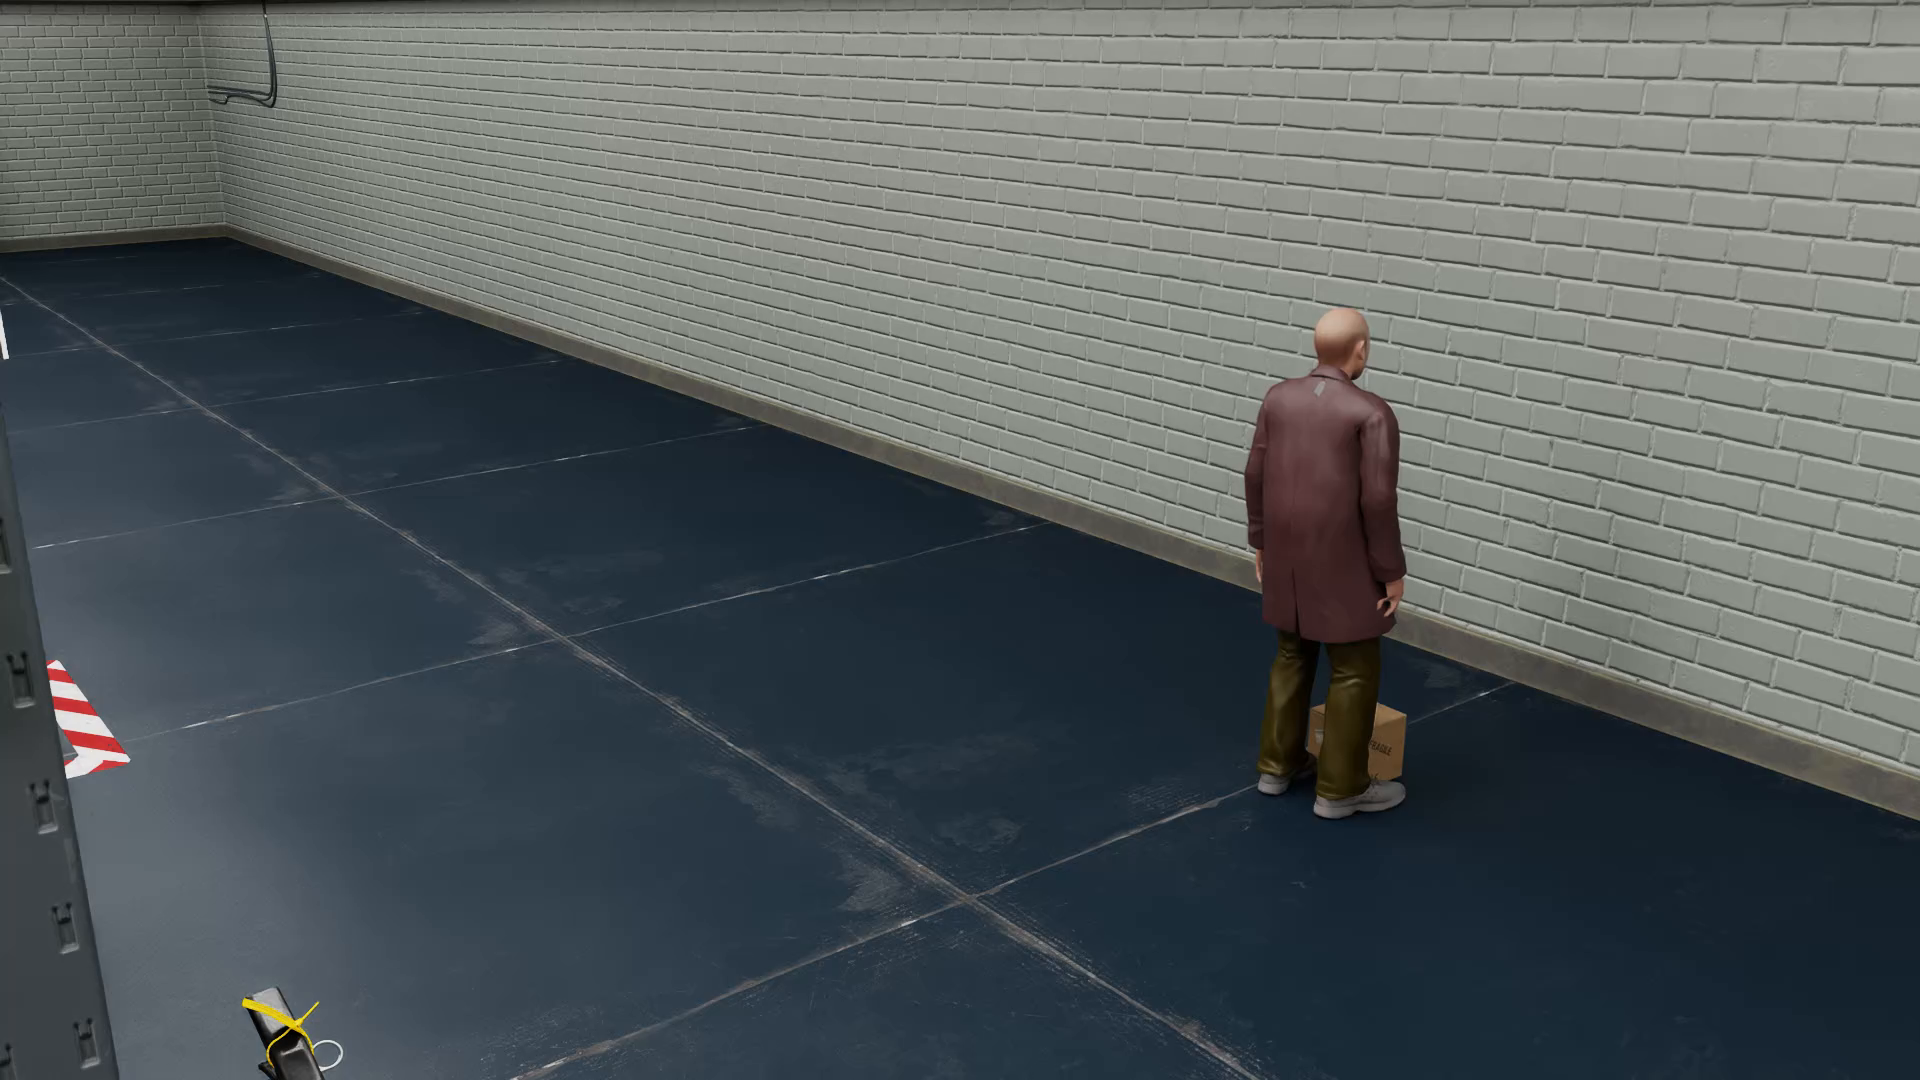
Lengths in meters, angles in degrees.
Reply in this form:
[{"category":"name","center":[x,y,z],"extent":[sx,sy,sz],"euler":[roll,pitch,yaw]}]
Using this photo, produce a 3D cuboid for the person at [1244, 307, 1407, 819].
[{"category":"person","center":[1.280,0.075,5.837],"extent":[0.429,1.772,0.644],"euler":[-15,23,-39]}]
